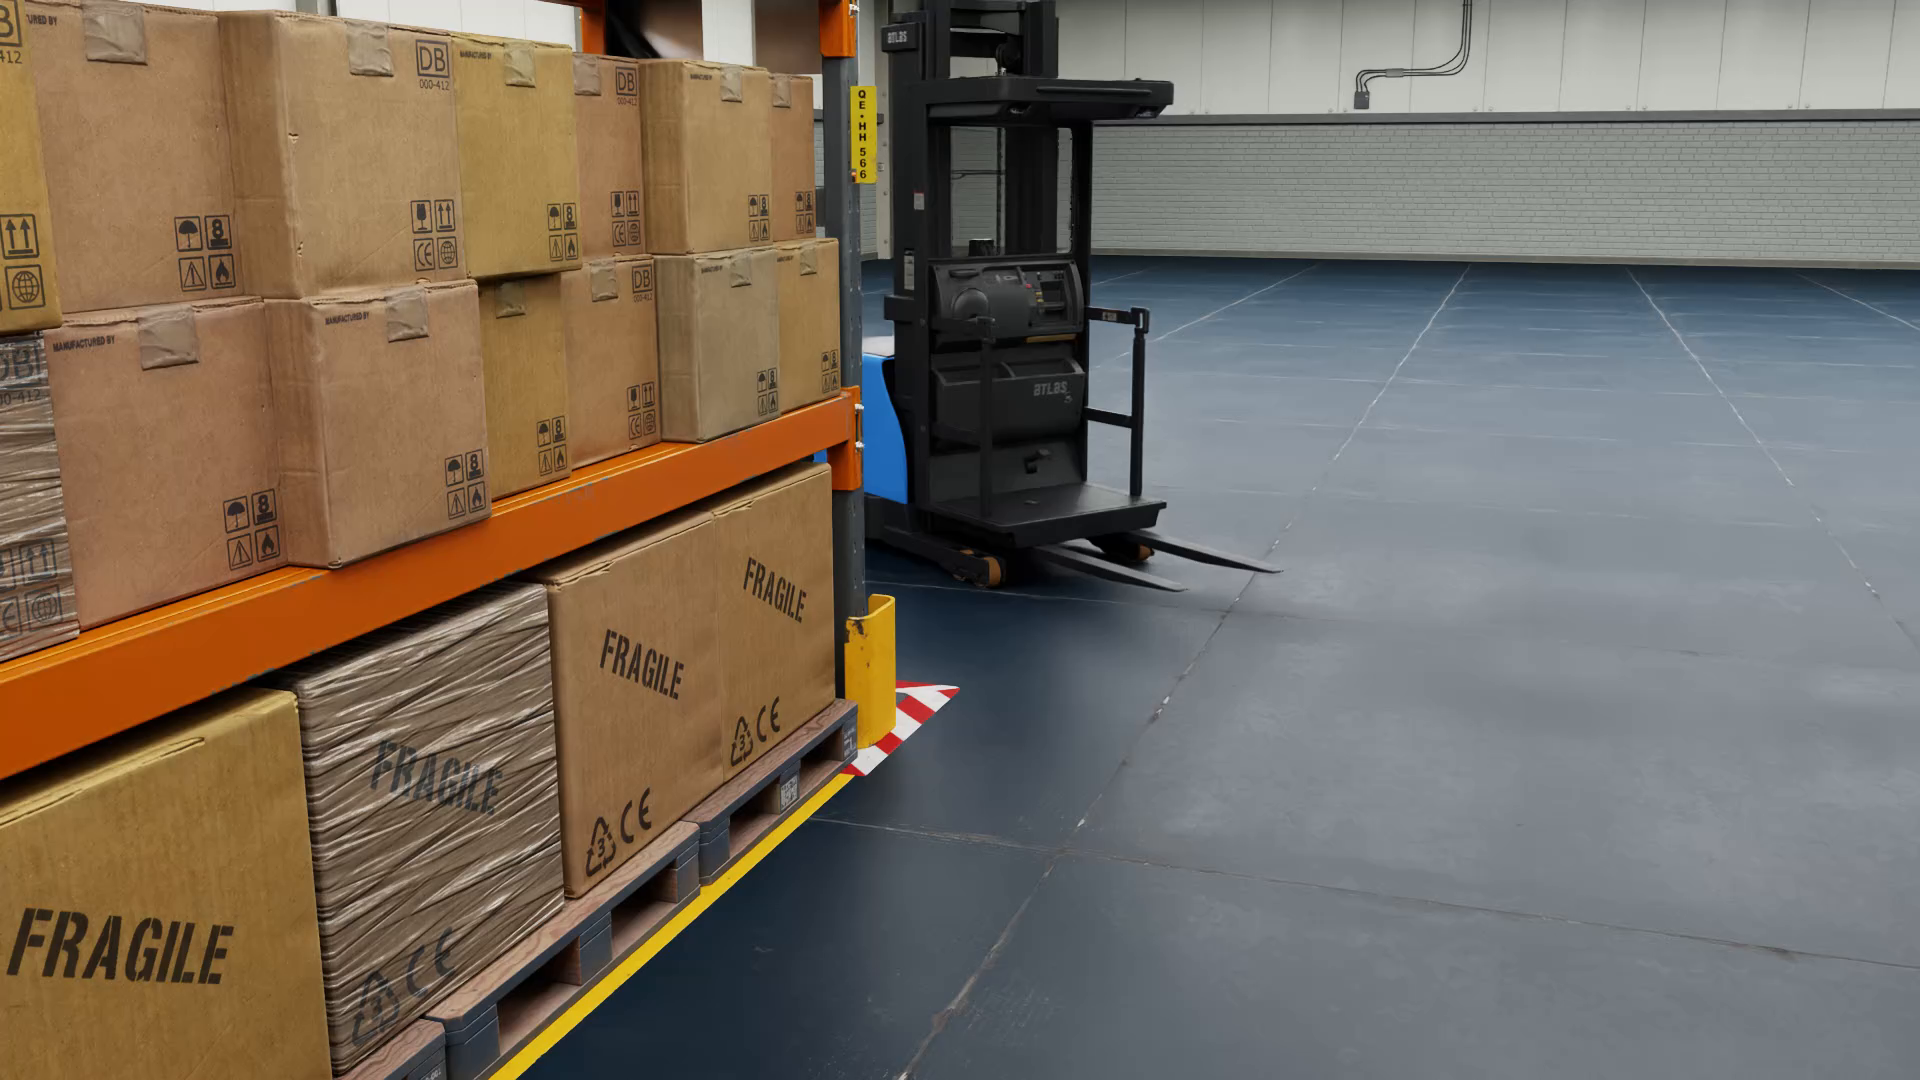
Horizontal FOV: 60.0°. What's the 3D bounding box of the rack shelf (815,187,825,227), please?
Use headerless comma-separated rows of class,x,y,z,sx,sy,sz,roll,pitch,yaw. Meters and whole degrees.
rack shelf,-0.992,-1.831,9.709,0.431,0.518,0.480,9,16,35

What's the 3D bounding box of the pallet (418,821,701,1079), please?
pallet,-1.425,1.028,4.510,1.003,0.211,1.213,4,14,18

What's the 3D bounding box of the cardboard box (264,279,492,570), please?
cardboard box,-1.588,-0.294,3.697,0.875,0.550,0.550,4,14,18

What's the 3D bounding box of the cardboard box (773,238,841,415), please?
cardboard box,-0.921,-0.753,5.711,0.875,0.550,0.550,4,14,18

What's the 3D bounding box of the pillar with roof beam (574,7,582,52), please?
pillar with roof beam,-1.439,-7.776,23.336,9.100,9.000,0.400,4,14,18

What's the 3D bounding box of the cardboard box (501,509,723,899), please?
cardboard box,-1.284,0.402,4.815,0.875,0.875,0.875,4,13,18

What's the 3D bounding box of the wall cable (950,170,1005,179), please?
wall cable,0.575,-9.624,38.410,3.097,2.526,0.112,4,14,18

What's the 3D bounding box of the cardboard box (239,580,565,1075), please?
cardboard box,-1.581,0.594,3.975,0.875,0.875,0.875,4,14,19

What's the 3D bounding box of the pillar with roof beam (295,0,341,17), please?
pillar with roof beam,-3.380,-6.513,17.801,9.100,9.000,0.400,4,14,18

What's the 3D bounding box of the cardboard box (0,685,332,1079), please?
cardboard box,-1.869,0.784,3.142,0.875,0.875,0.875,5,14,19

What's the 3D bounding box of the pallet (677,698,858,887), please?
pallet,-1.029,0.772,5.632,1.003,0.211,1.213,4,14,18

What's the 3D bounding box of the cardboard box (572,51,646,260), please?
cardboard box,-1.401,-1.055,4.607,0.875,0.550,0.550,4,14,18

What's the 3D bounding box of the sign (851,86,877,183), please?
sign,-0.335,-1.400,5.745,0.100,0.325,0.005,4,14,18

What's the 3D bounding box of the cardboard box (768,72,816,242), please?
cardboard box,-1.001,-1.286,5.617,0.875,0.550,0.550,4,14,18

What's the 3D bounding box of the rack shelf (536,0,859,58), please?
rack shelf,-1.491,-1.452,3.985,1.077,0.370,4.000,4,14,18

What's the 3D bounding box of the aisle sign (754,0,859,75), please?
aisle sign,-0.537,-2.022,5.766,0.394,0.787,0.004,4,14,18

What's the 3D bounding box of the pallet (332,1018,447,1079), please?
pallet,-1.818,1.286,3.381,1.003,0.211,1.213,4,14,18

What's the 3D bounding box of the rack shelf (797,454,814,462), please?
rack shelf,-0.992,-0.467,10.020,0.431,0.518,0.480,9,16,35

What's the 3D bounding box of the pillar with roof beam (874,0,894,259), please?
pillar with roof beam,2.444,-10.303,34.406,9.100,9.000,0.400,4,14,18

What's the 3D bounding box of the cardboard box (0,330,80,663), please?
cardboard box,-2.030,-0.071,2.722,0.875,0.550,0.550,4,14,18

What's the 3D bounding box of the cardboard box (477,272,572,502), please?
cardboard box,-1.511,-0.413,4.218,0.875,0.550,0.500,4,14,18

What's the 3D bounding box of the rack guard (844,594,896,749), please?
rack guard,-0.836,0.452,6.384,1.175,0.500,0.348,4,14,18

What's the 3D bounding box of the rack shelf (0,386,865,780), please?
rack shelf,-1.491,0.010,4.319,1.077,0.370,4.000,4,14,18

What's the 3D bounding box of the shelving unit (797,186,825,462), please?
shelving unit,-0.992,-1.162,9.862,0.431,2.100,0.503,9,16,35

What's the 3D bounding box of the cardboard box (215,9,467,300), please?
cardboard box,-1.614,-0.822,3.586,0.875,0.550,0.550,4,14,18

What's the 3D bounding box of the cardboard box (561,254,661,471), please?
cardboard box,-1.379,-0.527,4.720,0.875,0.550,0.550,4,14,18

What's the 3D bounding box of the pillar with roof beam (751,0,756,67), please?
pillar with roof beam,0.502,-9.040,28.871,9.100,9.000,0.400,4,14,18

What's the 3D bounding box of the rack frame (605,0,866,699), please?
rack frame,-0.844,-0.762,6.084,1.000,3.000,0.127,4,14,18

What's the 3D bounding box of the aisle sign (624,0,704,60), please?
aisle sign,-1.105,-2.066,5.955,0.394,0.787,0.004,4,14,18

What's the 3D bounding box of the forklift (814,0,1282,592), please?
forklift,0.384,-1.302,8.604,1.130,2.935,3.031,-9,16,-34

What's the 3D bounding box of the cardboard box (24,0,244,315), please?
cardboard box,-1.918,-0.718,3.131,0.875,0.550,0.550,4,14,18

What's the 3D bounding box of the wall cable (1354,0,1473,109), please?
wall cable,9.552,-12.109,34.676,2.305,6.003,0.169,4,14,18

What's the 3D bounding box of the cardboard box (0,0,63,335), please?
cardboard box,-1.986,-0.594,2.587,0.875,0.550,0.550,4,14,18

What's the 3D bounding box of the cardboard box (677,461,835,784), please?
cardboard box,-1.001,0.217,5.627,0.875,0.875,0.875,4,14,19

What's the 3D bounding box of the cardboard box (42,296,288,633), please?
cardboard box,-1.874,-0.189,3.236,0.875,0.550,0.550,4,14,18

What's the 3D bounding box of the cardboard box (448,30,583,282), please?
cardboard box,-1.450,-0.934,4.077,0.875,0.550,0.500,4,14,18

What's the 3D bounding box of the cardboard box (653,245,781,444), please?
cardboard box,-1.079,-0.636,5.197,0.875,0.550,0.550,4,14,18

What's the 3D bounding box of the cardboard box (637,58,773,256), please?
cardboard box,-1.091,-1.163,5.081,0.875,0.550,0.550,4,14,18
